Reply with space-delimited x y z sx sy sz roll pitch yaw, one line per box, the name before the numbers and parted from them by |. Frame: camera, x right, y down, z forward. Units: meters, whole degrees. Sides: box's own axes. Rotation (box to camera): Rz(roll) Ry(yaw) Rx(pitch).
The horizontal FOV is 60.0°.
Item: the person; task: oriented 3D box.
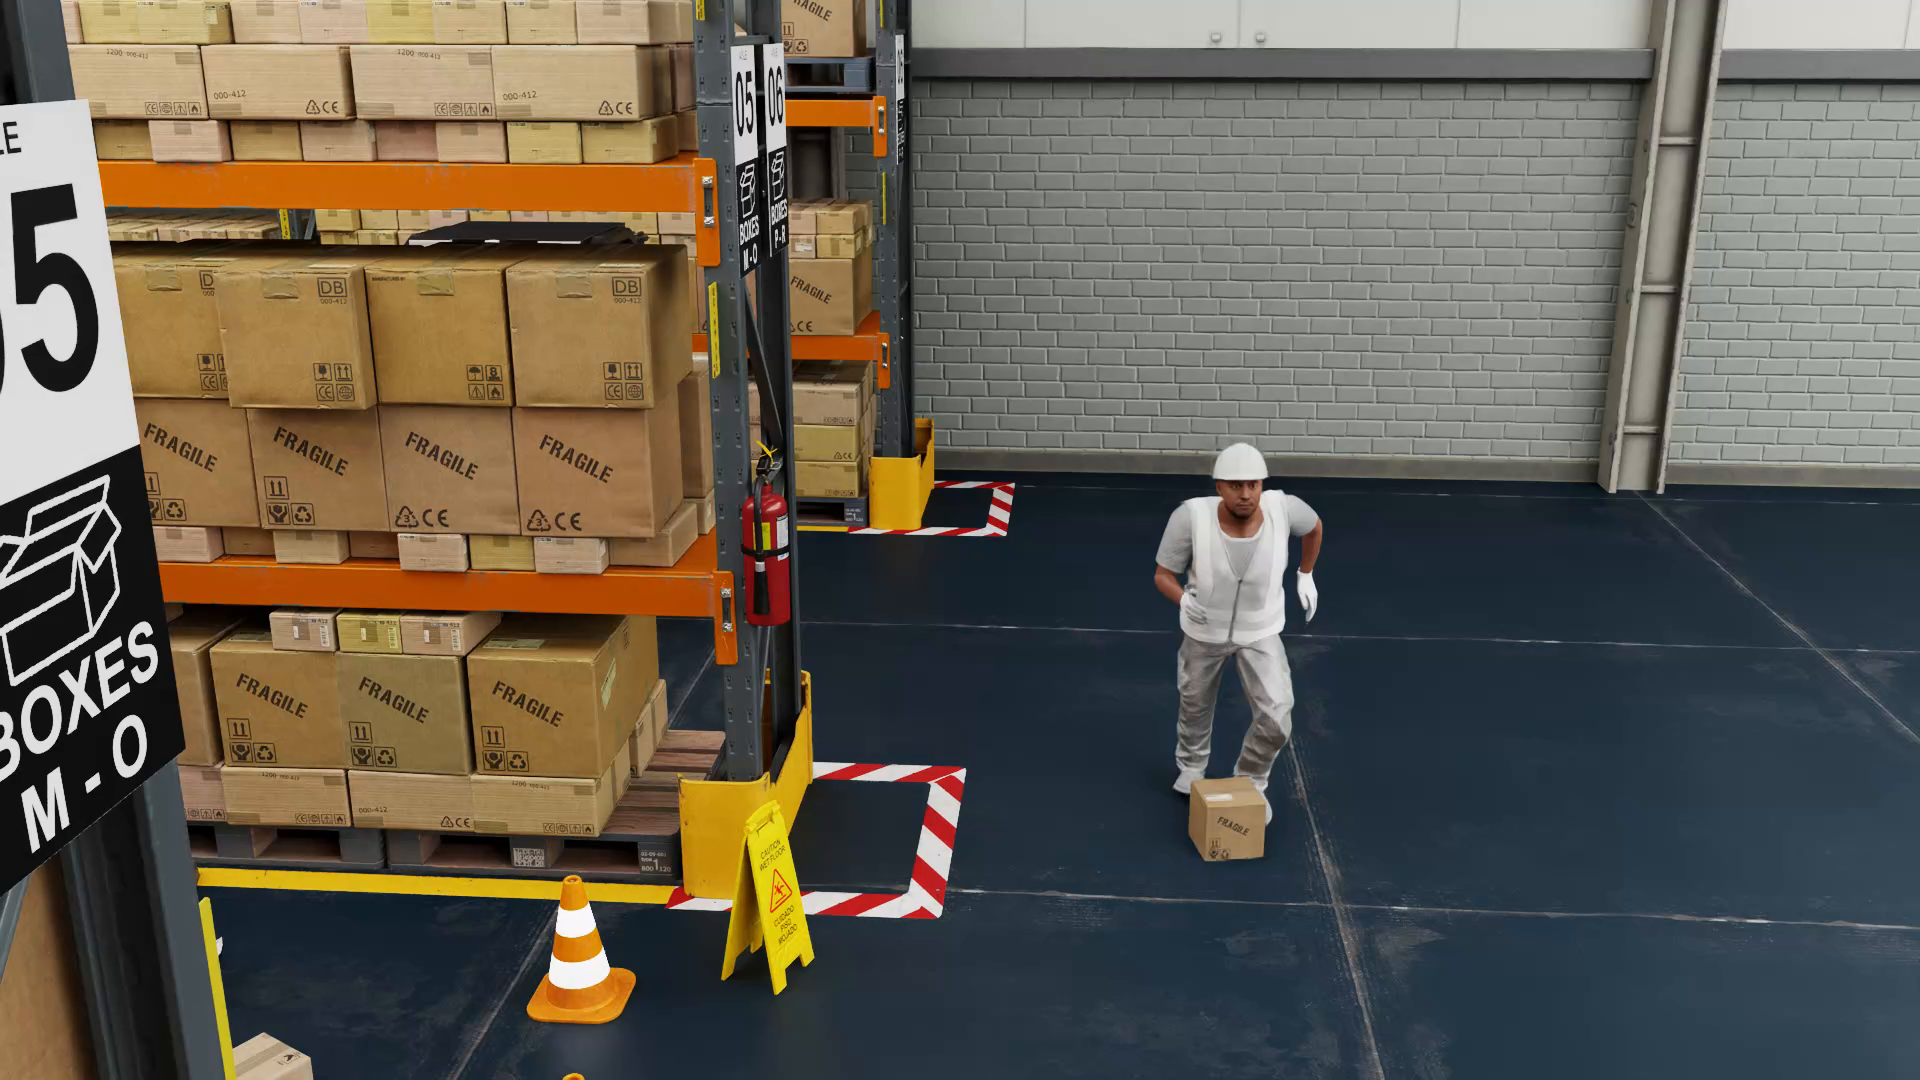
person | 1.134 0.389 6.869 0.675 1.690 0.908 3 18 9
